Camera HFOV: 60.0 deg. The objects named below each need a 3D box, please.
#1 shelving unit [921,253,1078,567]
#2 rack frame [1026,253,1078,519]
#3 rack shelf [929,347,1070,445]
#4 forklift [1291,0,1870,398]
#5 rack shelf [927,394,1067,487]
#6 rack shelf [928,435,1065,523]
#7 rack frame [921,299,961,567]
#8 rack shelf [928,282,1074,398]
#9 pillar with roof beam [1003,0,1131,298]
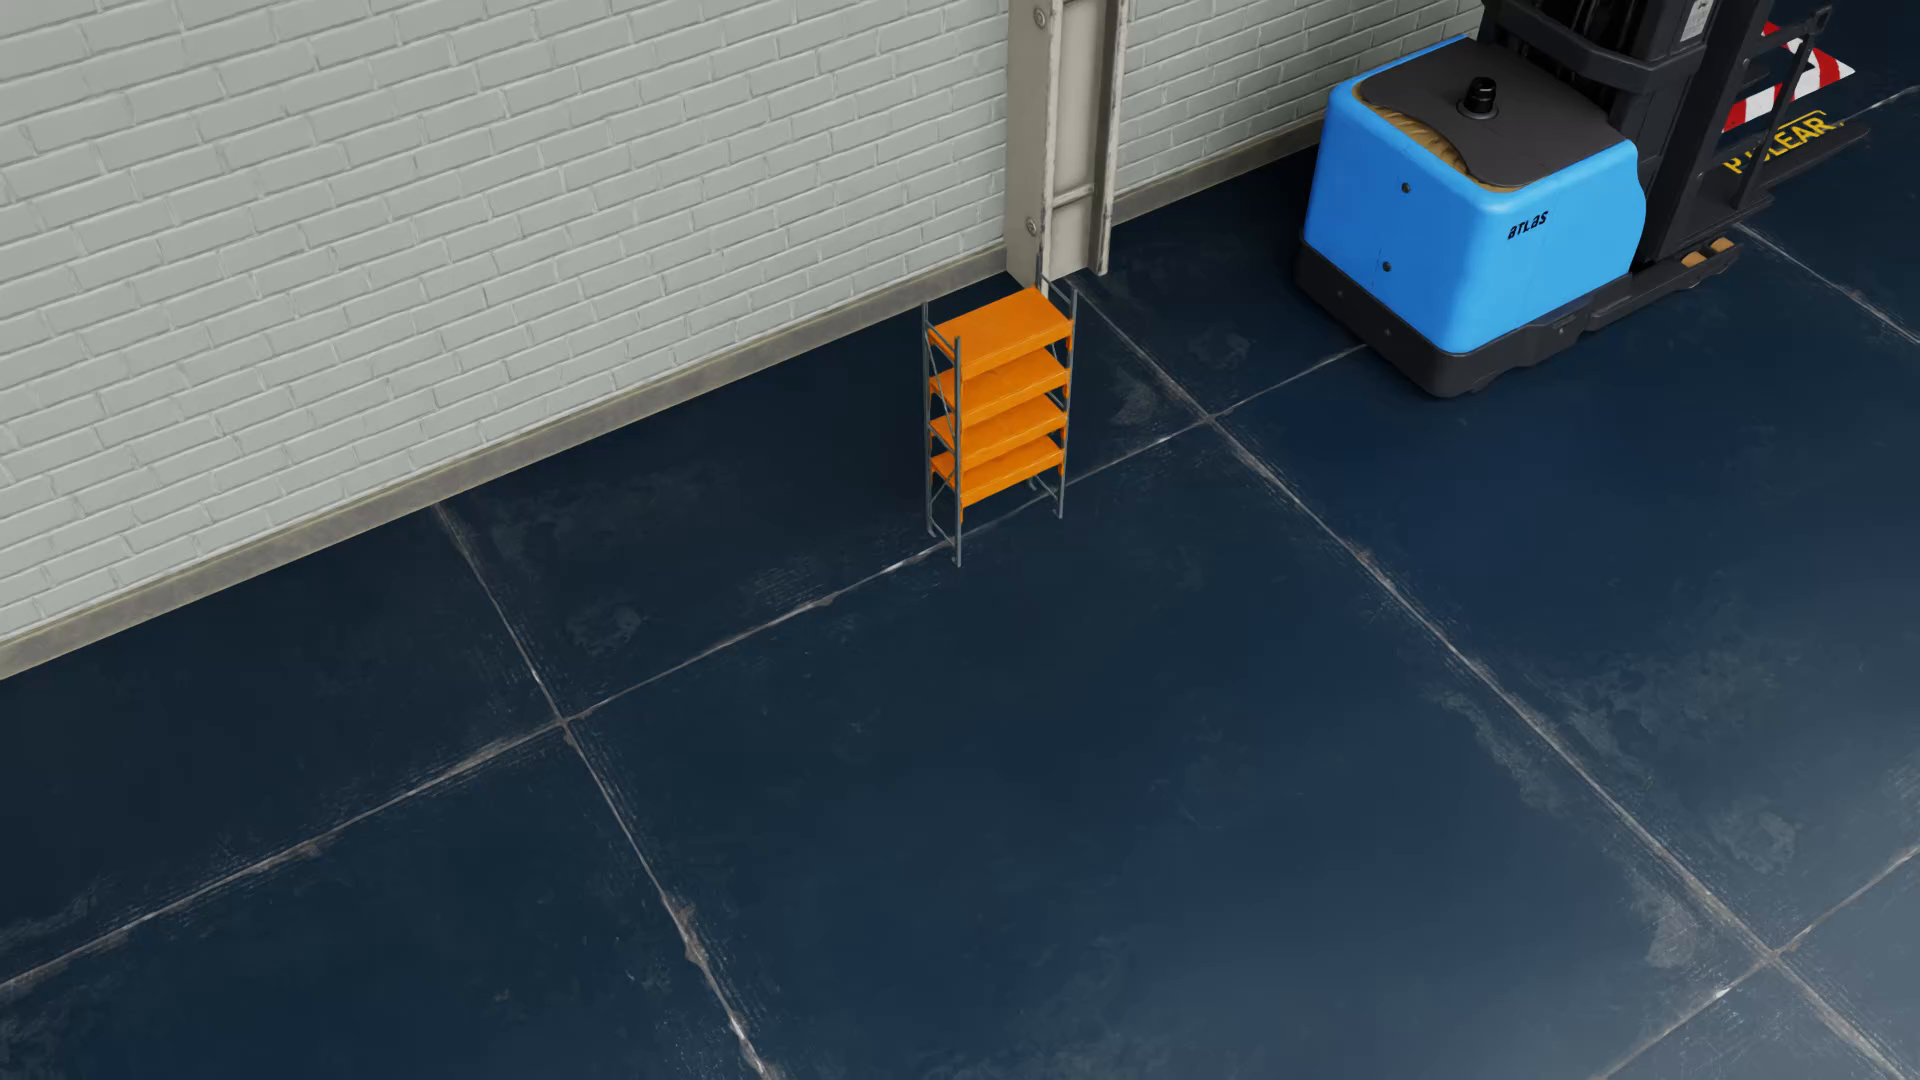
[{"bbox_3d":[0.140,-0.465,6.306,0.503,1.200,0.258,-25,53,-21],"label":"shelving unit"},{"bbox_3d":[0.346,-0.562,6.393,0.015,1.200,0.240,-25,53,-21],"label":"rack frame"},{"bbox_3d":[0.140,-0.569,6.189,0.480,0.148,0.258,-25,53,-21],"label":"rack shelf"},{"bbox_3d":[3.045,-2.452,6.916,3.031,2.935,1.130,-26,53,-21],"label":"forklift"},{"bbox_3d":[0.140,-0.420,6.356,0.480,0.148,0.258,-25,53,-21],"label":"rack shelf"},{"bbox_3d":[0.140,-0.288,6.504,0.480,0.148,0.258,-25,53,-21],"label":"rack shelf"},{"bbox_3d":[-0.066,-0.368,6.219,0.015,1.200,0.240,-25,53,-21],"label":"rack frame"},{"bbox_3d":[0.140,-0.726,6.012,0.480,0.148,0.258,-25,53,-21],"label":"rack shelf"},{"bbox_3d":[2.745,-1.549,2.049,0.400,9.000,9.100,-25,53,-21],"label":"pillar with roof beam"}]
